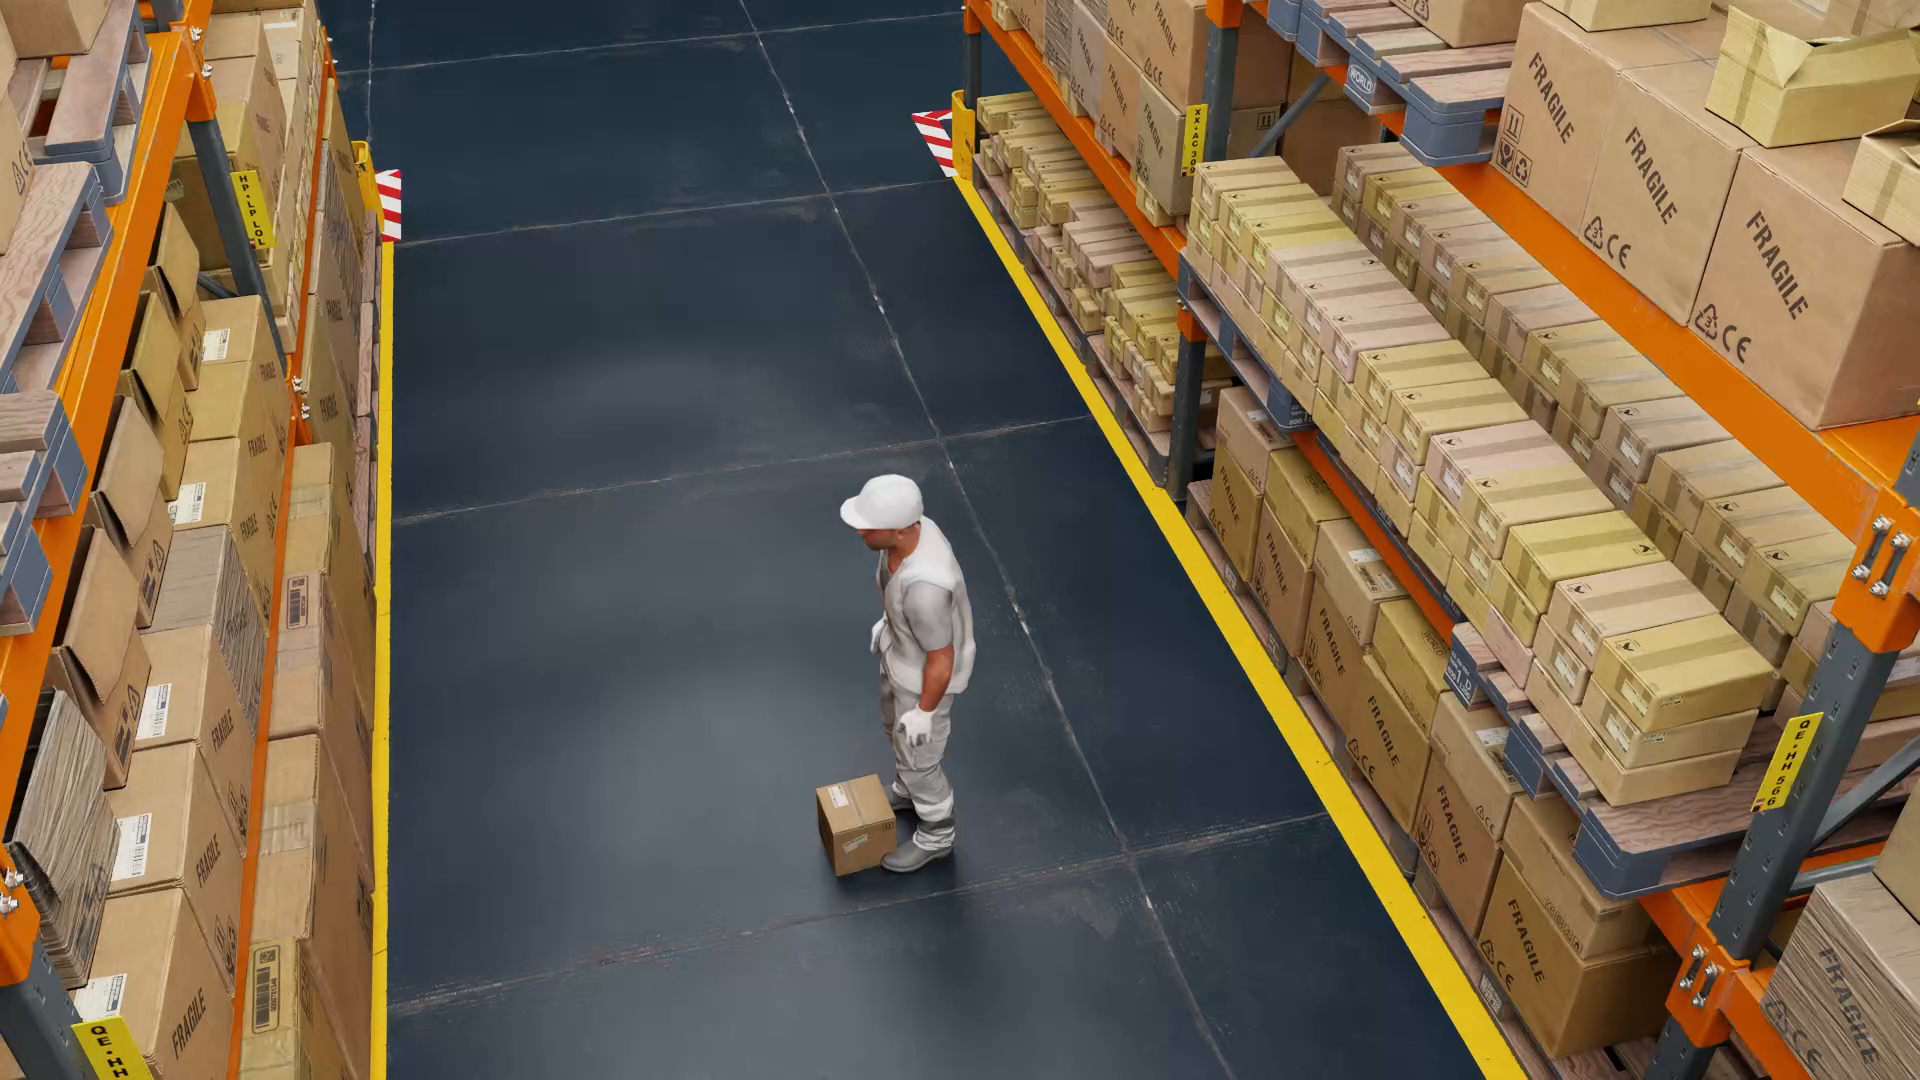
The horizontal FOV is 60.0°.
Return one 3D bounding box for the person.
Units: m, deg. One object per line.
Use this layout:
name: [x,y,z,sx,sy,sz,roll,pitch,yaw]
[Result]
person: [-0.186,0.477,6.089,0.450,1.780,0.607,-9,39,-12]
